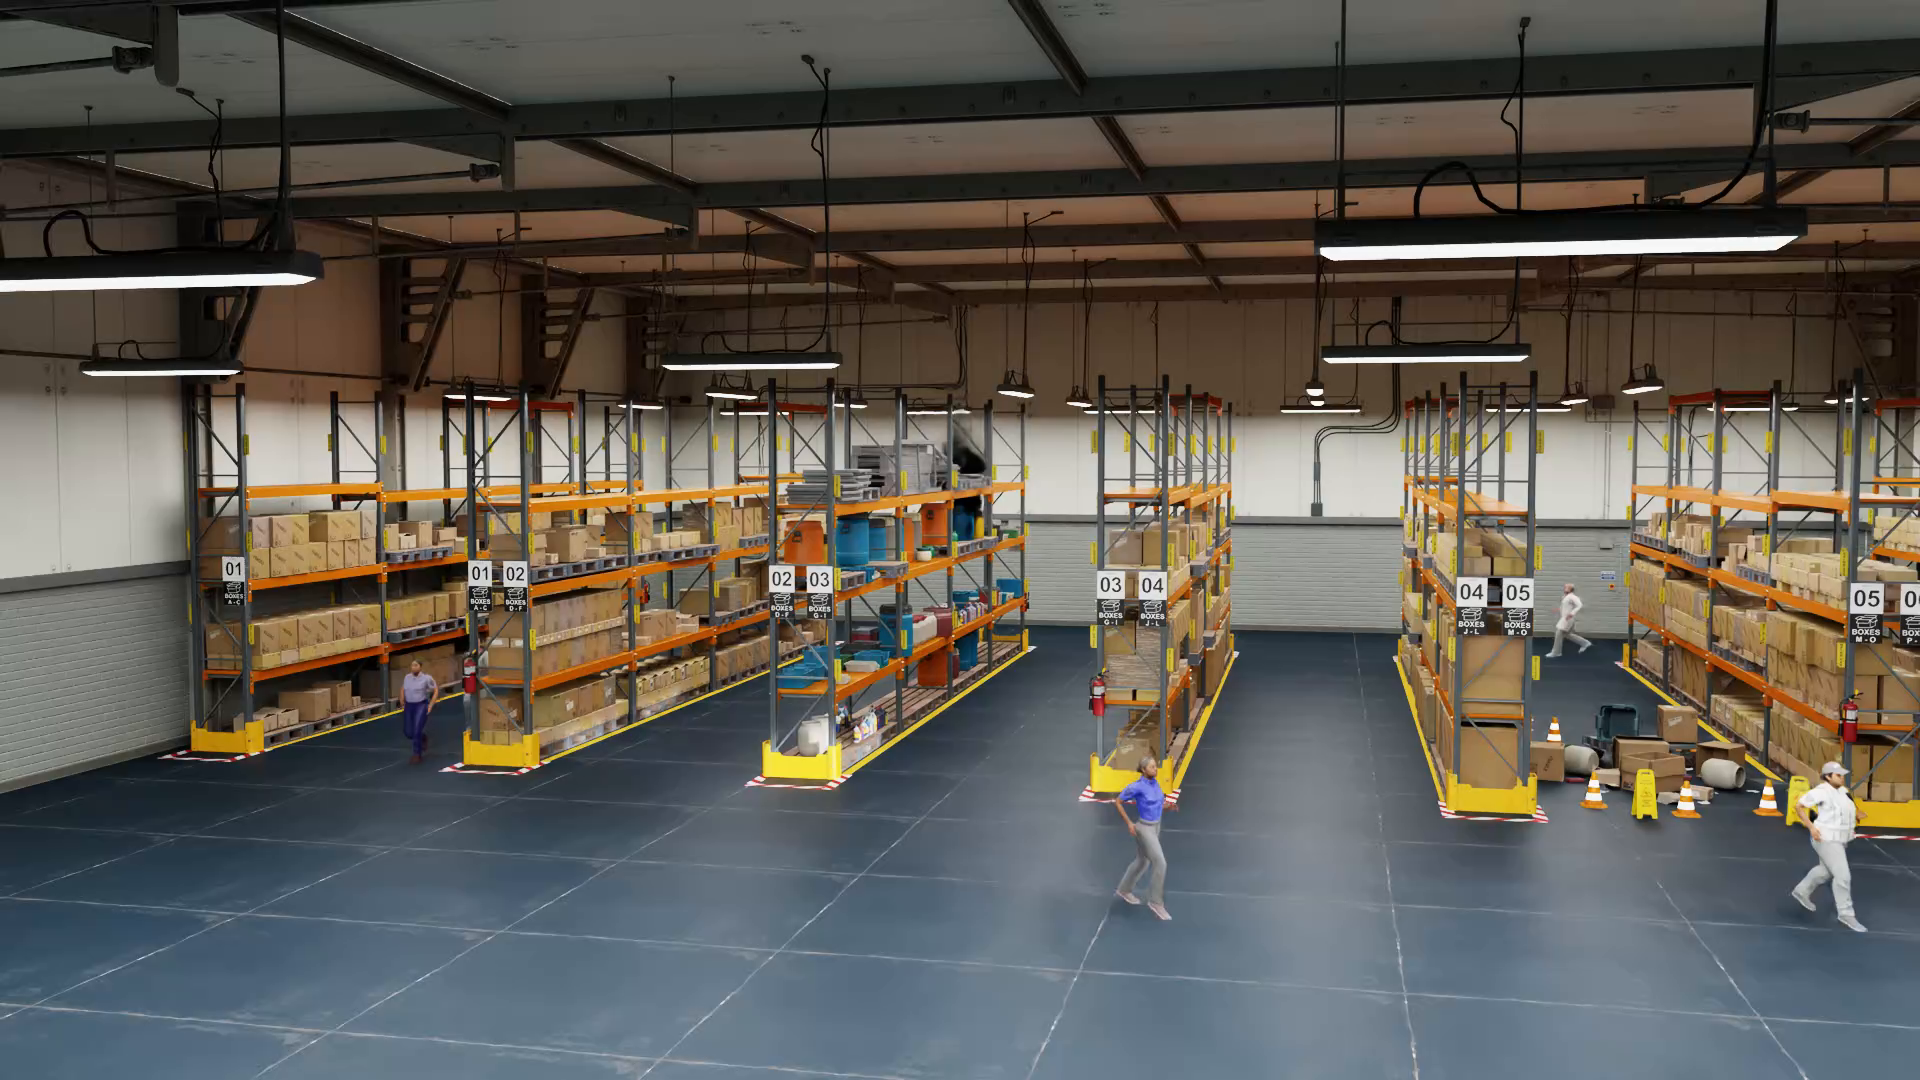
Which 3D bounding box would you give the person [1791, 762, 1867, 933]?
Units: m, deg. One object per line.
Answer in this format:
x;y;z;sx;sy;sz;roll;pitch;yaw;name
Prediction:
9.110;3.166;17.404;0.591;1.686;0.878;-2;4;-35;person

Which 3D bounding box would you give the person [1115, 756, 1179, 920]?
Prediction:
1.984;3.160;17.754;0.770;1.719;0.546;2;4;32;person

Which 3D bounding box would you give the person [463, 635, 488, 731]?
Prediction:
-8.436;2.509;29.006;0.531;1.720;0.738;0;3;1;person

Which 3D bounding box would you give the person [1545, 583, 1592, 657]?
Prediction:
14.318;1.898;39.054;1.026;1.777;0.743;1;3;11;person

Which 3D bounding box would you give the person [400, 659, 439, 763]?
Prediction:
-8.620;2.698;26.474;0.641;1.627;0.599;1;3;14;person
